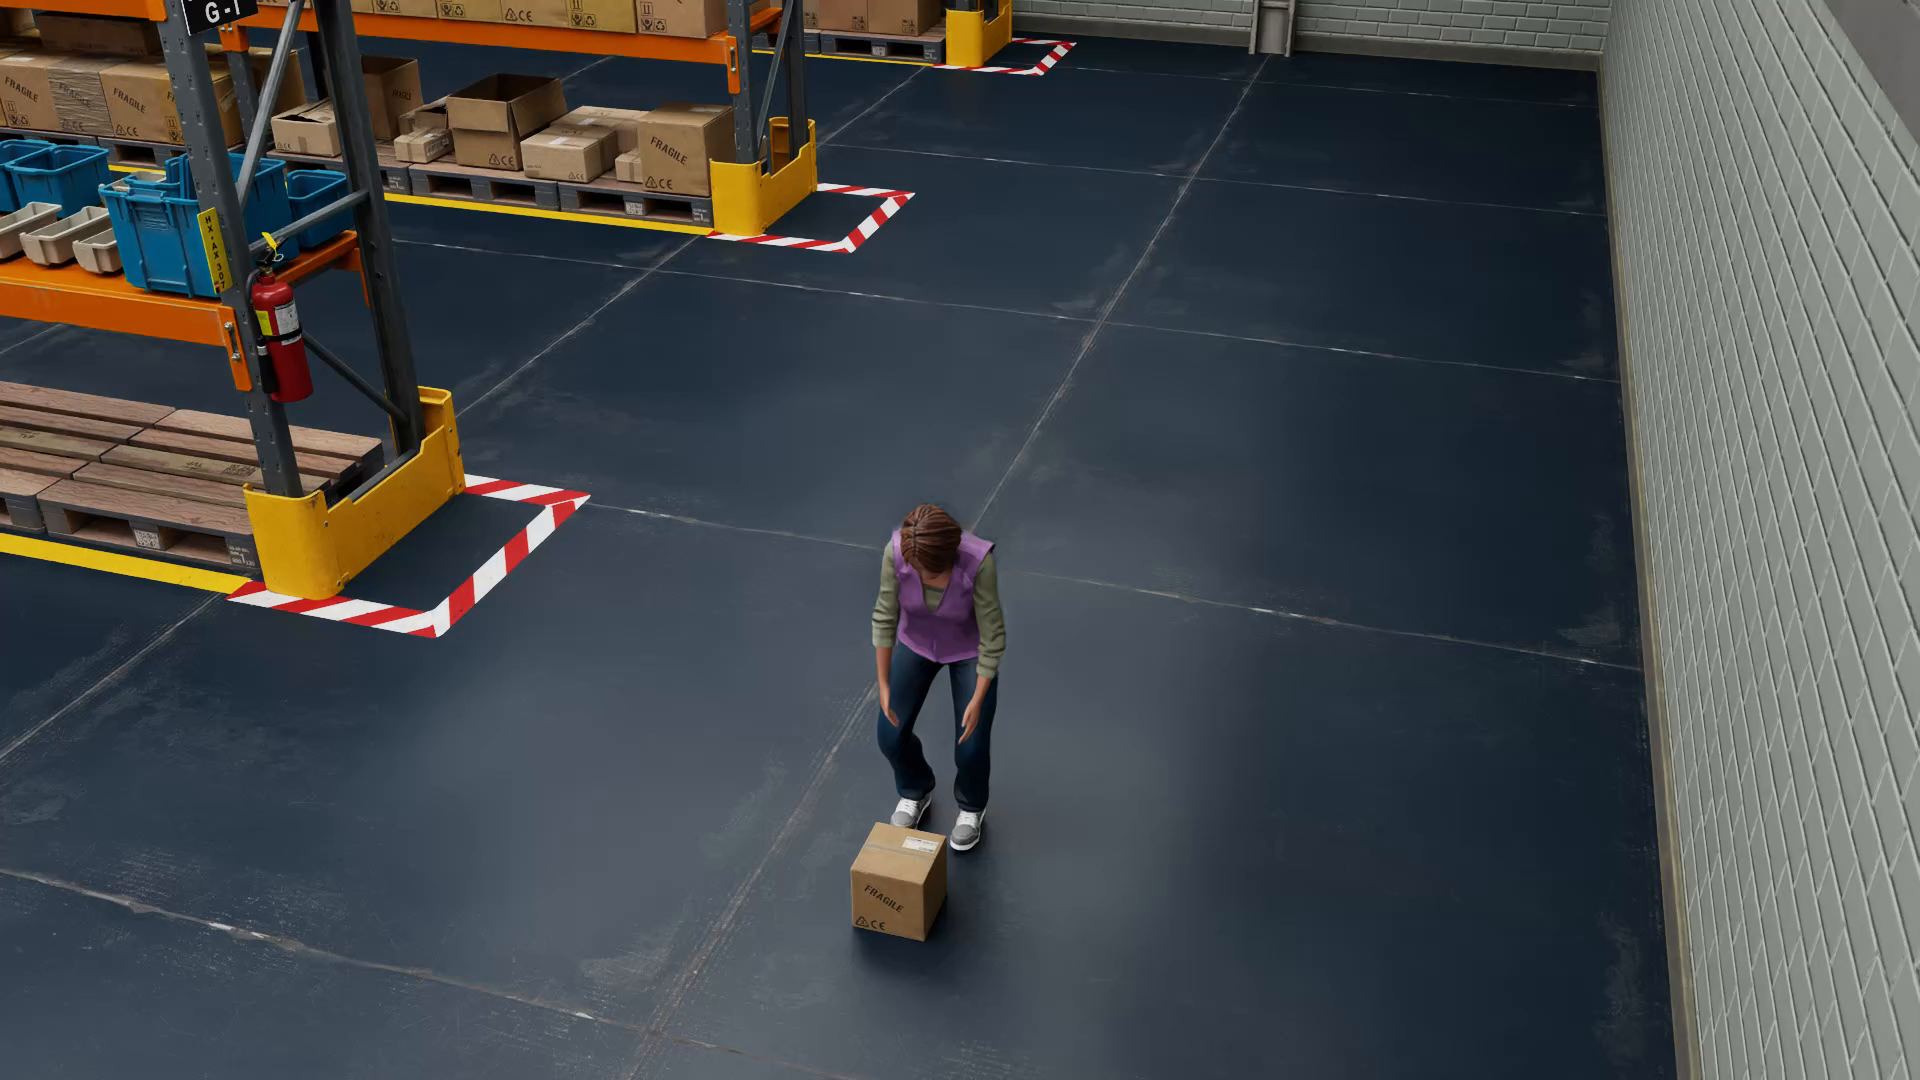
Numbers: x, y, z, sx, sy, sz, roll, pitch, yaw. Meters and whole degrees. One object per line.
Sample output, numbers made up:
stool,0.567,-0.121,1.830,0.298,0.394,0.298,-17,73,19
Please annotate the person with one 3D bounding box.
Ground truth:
person,-0.027,0.464,5.682,0.458,1.252,0.445,9,31,15
